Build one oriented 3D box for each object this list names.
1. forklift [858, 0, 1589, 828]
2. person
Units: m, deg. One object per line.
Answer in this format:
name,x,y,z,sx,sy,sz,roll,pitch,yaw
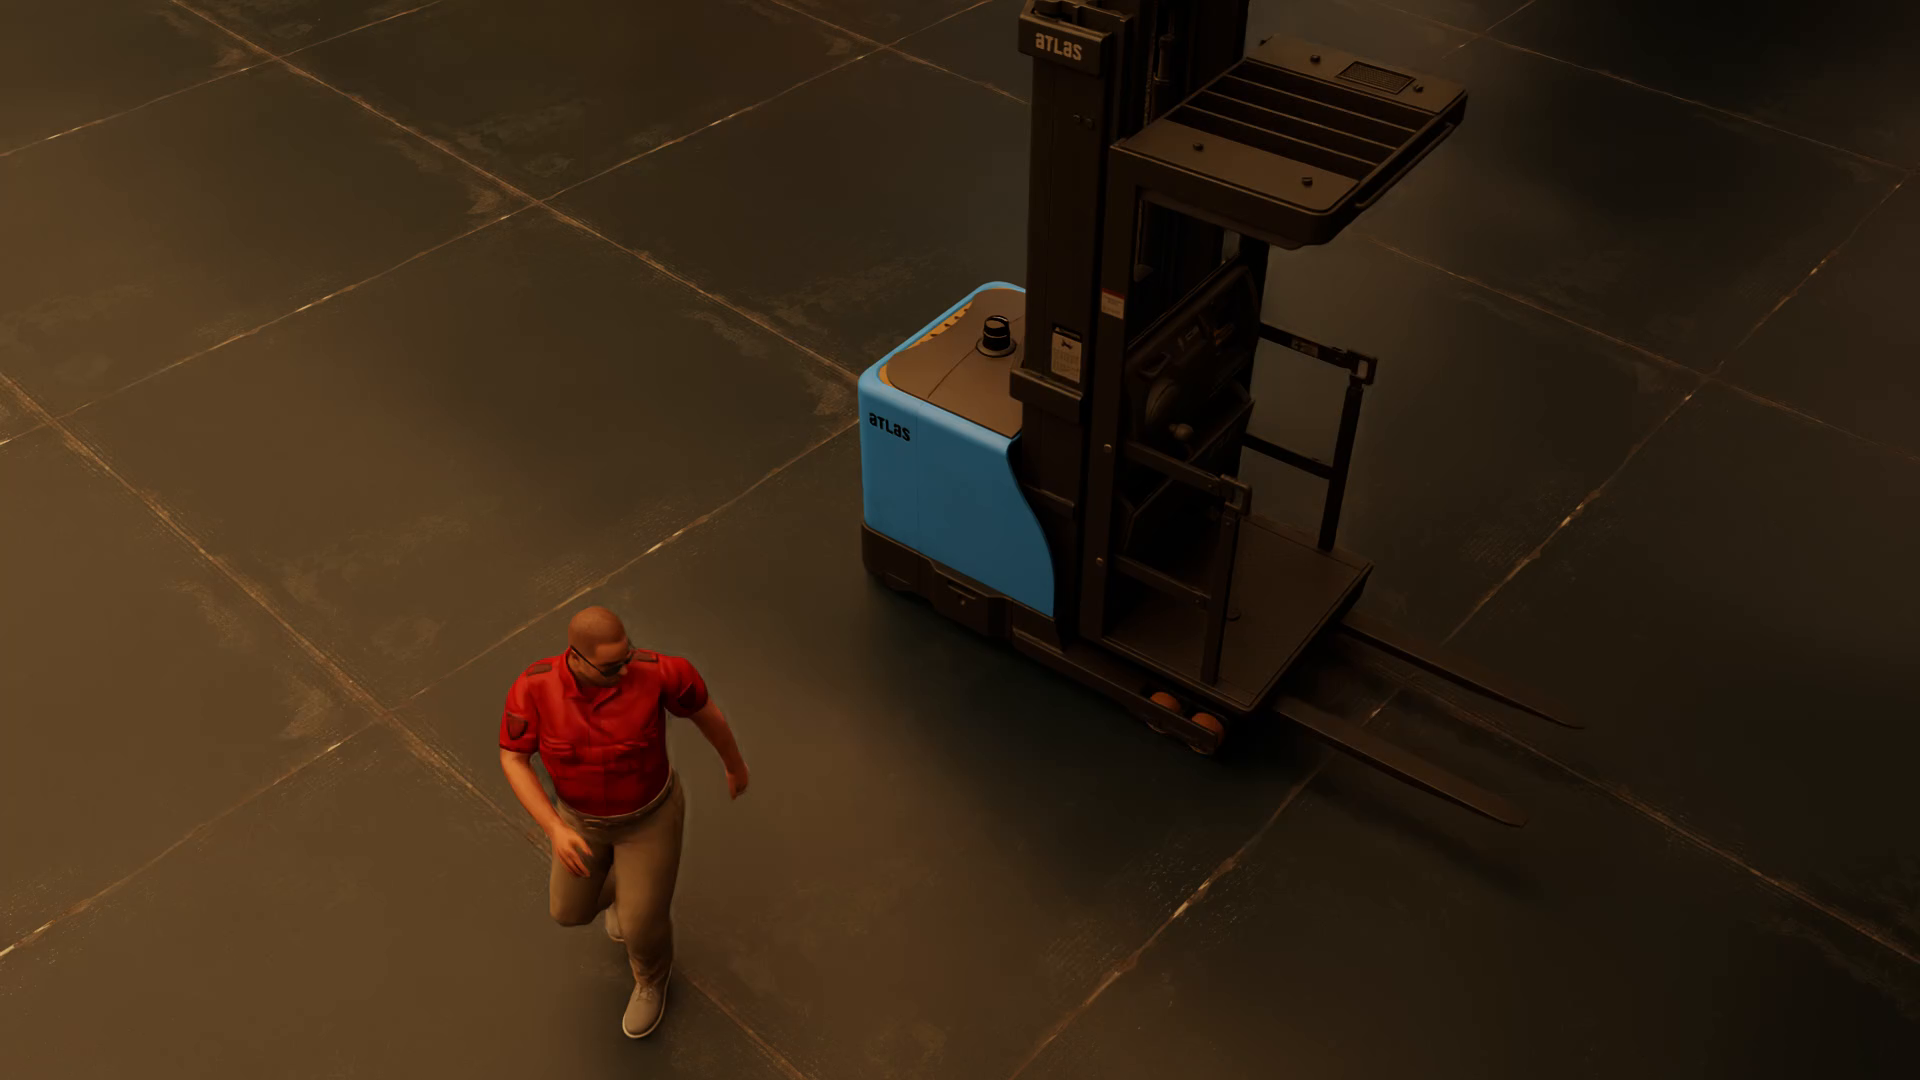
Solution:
forklift,1.049,-0.648,6.184,3.031,2.935,1.130,26,47,27
person,-1.082,0.881,5.380,0.699,1.673,0.634,6,41,7
